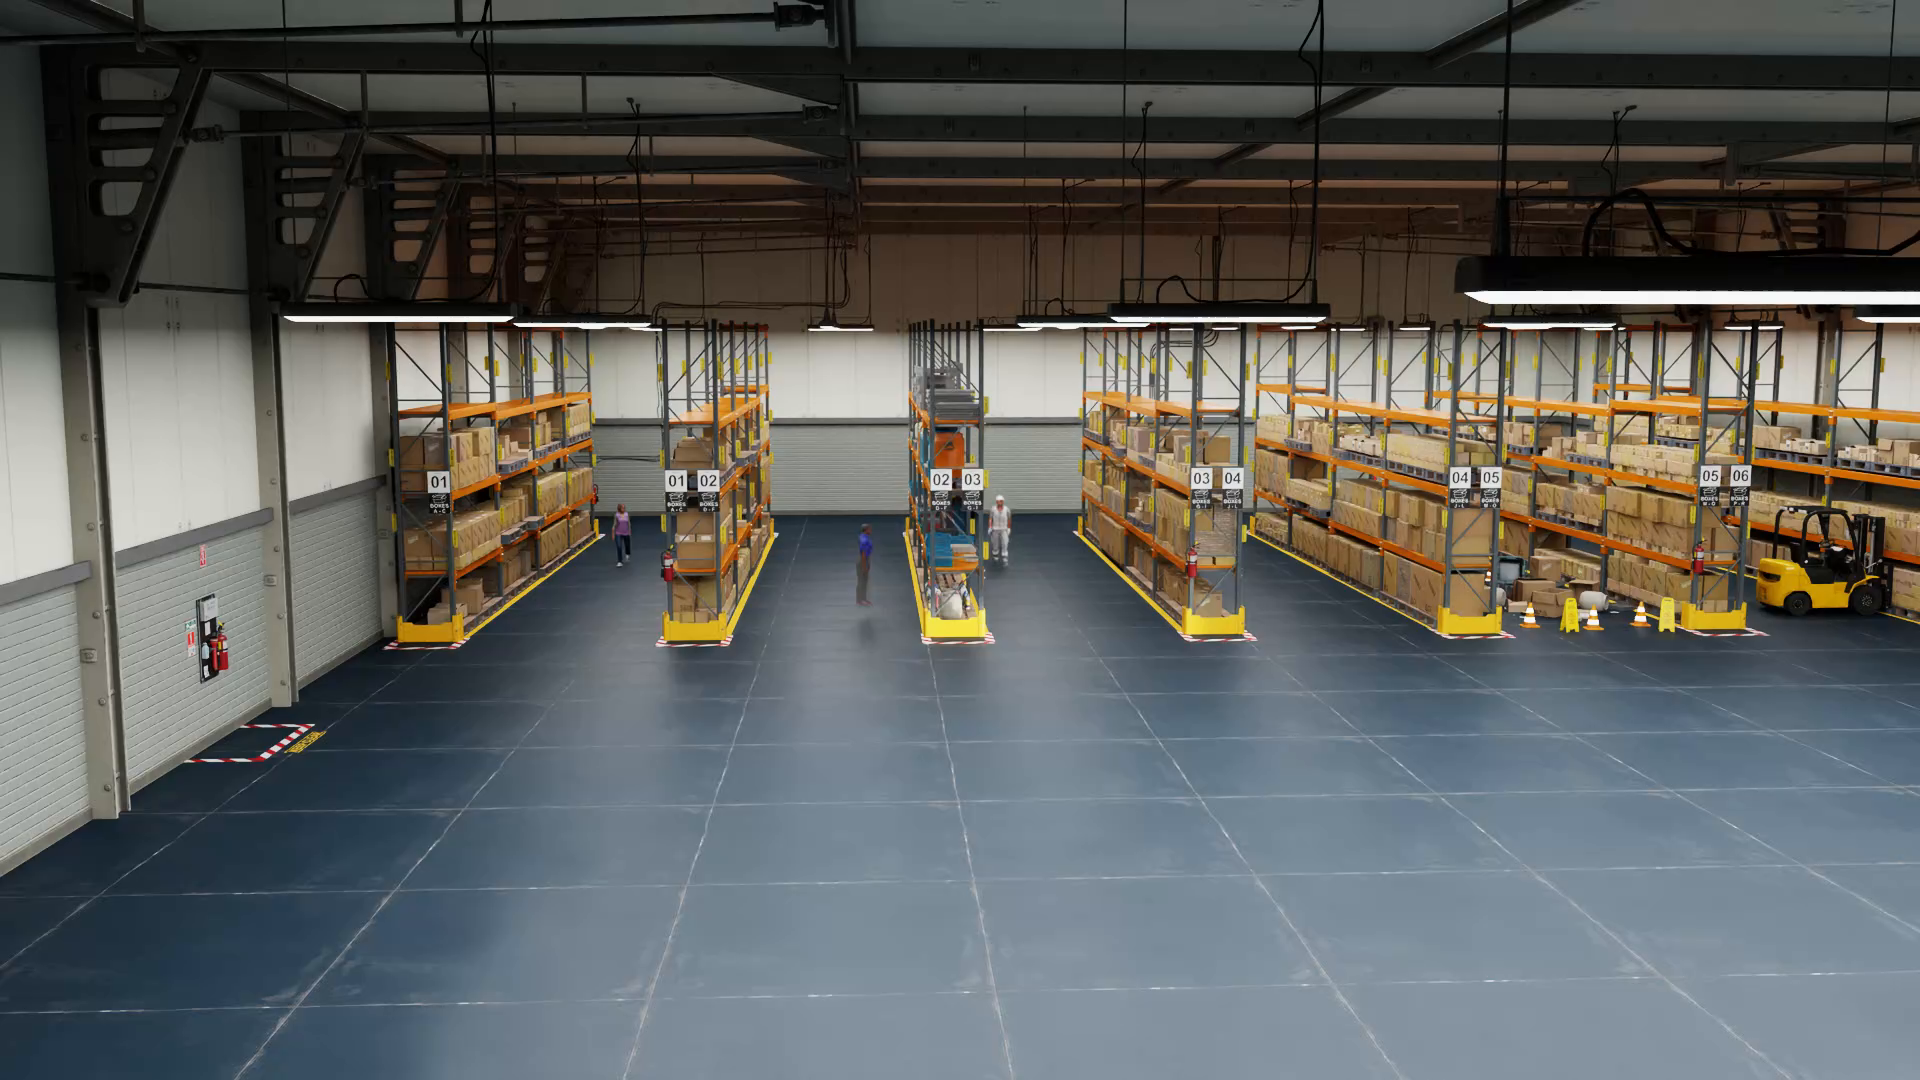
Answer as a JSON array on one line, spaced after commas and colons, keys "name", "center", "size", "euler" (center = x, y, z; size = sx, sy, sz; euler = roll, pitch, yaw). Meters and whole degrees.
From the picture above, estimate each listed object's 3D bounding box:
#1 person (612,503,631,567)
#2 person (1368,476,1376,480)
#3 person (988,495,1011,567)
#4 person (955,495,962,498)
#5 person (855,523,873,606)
[{"name": "person", "center": [-8.383, -0.144, 41.161], "size": [0.456, 1.568, 0.637], "euler": [-1, 7, -10]}, {"name": "person", "center": [11.554, -0.922, 46.687], "size": [0.414, 1.792, 0.605], "euler": [-1, 7, -4]}, {"name": "person", "center": [0.986, -0.238, 41.130], "size": [0.606, 1.742, 0.975], "euler": [-1, 7, -5]}, {"name": "person", "center": [-0.112, -1.105, 48.415], "size": [0.549, 1.715, 0.713], "euler": [-5, 9, -36]}, {"name": "person", "center": [-1.927, 0.484, 33.367], "size": [0.344, 1.673, 0.462], "euler": [0, 7, 1]}]
